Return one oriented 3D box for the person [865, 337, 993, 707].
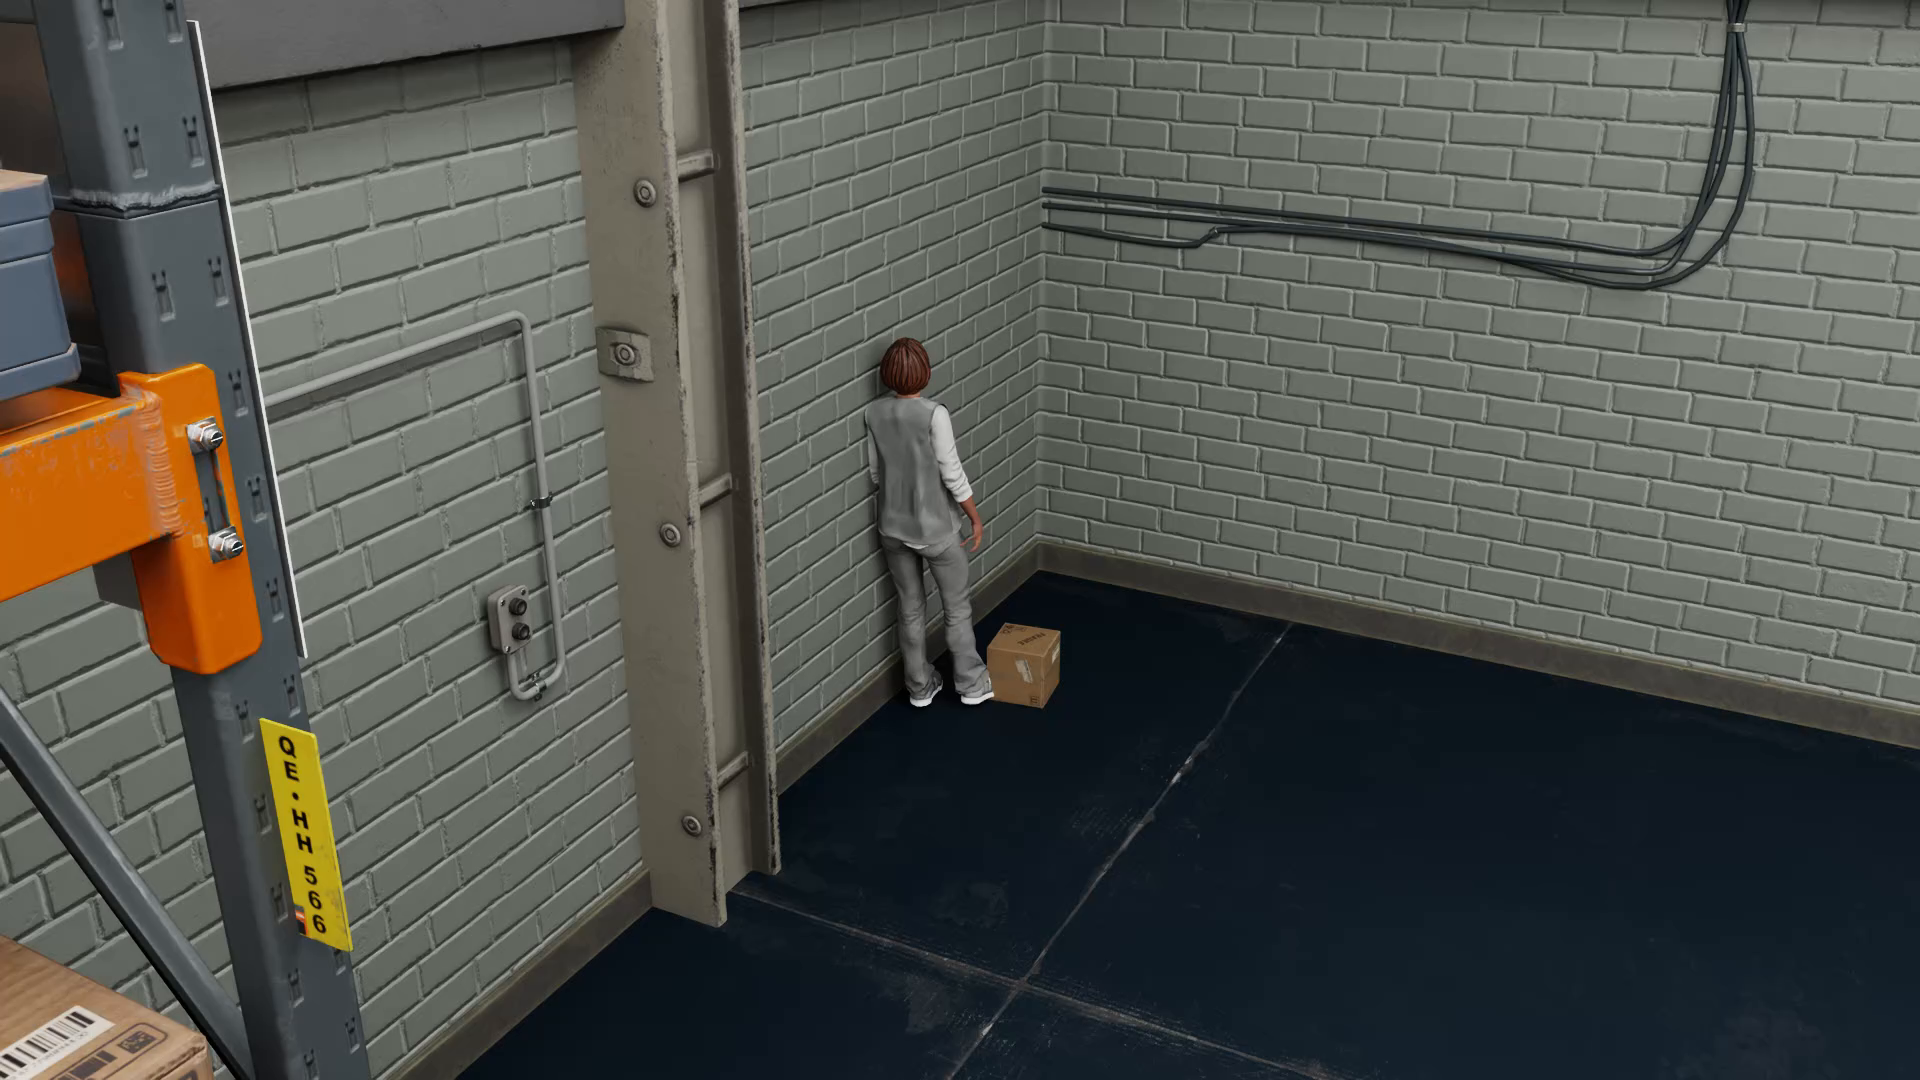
[{"bbox_3d":[-0.116,-0.070,6.750,0.521,1.600,0.472,11,26,25],"label":"person"}]
